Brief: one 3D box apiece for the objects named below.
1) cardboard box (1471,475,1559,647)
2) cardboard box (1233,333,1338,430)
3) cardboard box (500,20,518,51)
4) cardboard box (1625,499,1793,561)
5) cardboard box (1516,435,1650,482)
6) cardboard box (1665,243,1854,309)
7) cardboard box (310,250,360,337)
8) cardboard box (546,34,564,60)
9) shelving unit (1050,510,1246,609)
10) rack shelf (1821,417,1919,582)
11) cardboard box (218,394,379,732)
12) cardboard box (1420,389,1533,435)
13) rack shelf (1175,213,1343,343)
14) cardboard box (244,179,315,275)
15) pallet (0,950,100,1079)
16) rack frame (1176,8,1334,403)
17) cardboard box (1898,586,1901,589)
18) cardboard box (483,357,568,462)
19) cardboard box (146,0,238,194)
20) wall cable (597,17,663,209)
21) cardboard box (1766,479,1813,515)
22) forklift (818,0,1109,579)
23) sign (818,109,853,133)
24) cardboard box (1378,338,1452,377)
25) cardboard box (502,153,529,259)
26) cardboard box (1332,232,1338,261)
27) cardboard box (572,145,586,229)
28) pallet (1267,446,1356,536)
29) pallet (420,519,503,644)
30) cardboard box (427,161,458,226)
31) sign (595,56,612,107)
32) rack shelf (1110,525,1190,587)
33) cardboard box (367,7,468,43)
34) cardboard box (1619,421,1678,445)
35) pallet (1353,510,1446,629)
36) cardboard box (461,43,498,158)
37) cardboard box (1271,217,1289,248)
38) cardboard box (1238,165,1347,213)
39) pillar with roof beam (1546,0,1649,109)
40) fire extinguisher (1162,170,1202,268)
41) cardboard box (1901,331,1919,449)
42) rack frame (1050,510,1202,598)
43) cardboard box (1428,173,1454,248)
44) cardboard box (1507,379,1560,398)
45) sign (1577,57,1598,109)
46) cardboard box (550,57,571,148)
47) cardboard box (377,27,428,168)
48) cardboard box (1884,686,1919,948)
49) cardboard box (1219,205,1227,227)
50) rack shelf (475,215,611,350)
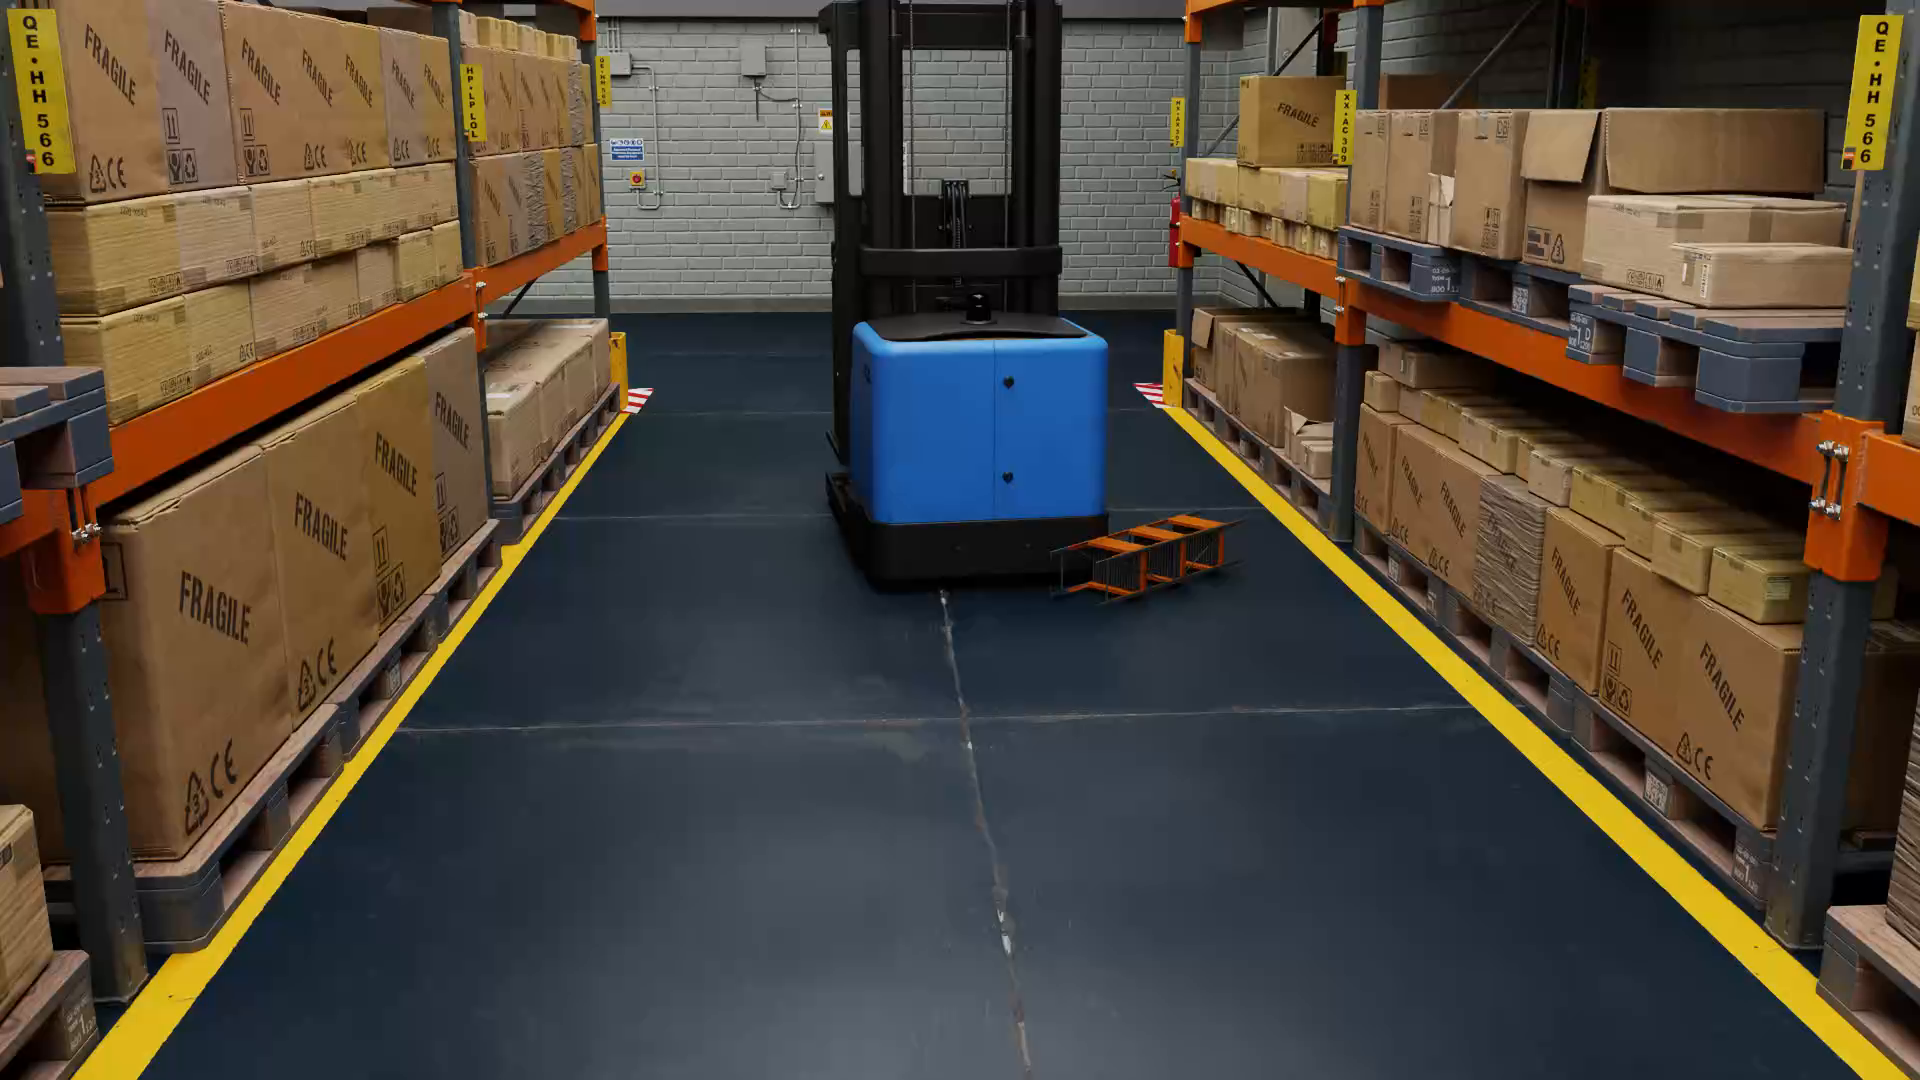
[{"bbox_3d":[2.183,0.061,5.943,0.500,0.500,0.500,-1,14,-5],"label":"cardboard box"},{"bbox_3d":[1.925,-0.943,9.846,0.500,0.500,0.500,-1,14,-2],"label":"cardboard box"},{"bbox_3d":[-2.464,-2.563,8.458,0.380,0.149,0.250,-1,14,-5],"label":"cardboard box"},{"bbox_3d":[2.227,-0.020,4.956,0.380,0.149,0.250,-1,14,-5],"label":"cardboard box"},{"bbox_3d":[2.228,-0.279,5.961,0.380,0.149,0.250,-1,14,-3],"label":"cardboard box"},{"bbox_3d":[2.106,-0.700,4.388,0.380,0.149,0.250,-1,14,-2],"label":"cardboard box"},{"bbox_3d":[-2.313,-0.817,5.482,0.500,0.250,0.500,-1,14,-3],"label":"cardboard box"},{"bbox_3d":[-2.583,-2.944,9.941,0.380,0.149,0.250,-1,14,-2],"label":"cardboard box"},{"bbox_3d":[0.833,0.073,7.251,0.252,0.215,1.050,14,20,42],"label":"shelving unit"},{"bbox_3d":[2.654,0.385,1.953,1.077,0.370,4.000,-1,14,-3],"label":"rack shelf"},{"bbox_3d":[-2.435,0.048,5.243,0.875,0.875,0.875,-1,14,-3],"label":"cardboard box"},{"bbox_3d":[2.161,-0.538,6.968,0.380,0.149,0.250,-2,15,-6],"label":"cardboard box"},{"bbox_3d":[2.158,-1.604,9.686,1.077,0.370,4.000,-1,14,-3],"label":"rack shelf"},{"bbox_3d":[-2.258,-0.935,4.938,0.500,0.250,0.500,-1,14,-4],"label":"cardboard box"},{"bbox_3d":[-2.377,1.162,3.087,1.003,0.211,1.213,-1,14,-3],"label":"pallet"},{"bbox_3d":[2.034,-2.450,11.529,1.000,3.000,0.127,-1,14,-3],"label":"rack frame"},{"bbox_3d":[2.773,0.315,4.956,0.500,0.500,0.500,-1,14,-3],"label":"cardboard box"},{"bbox_3d":[-2.660,-0.721,9.107,0.875,0.438,0.875,-1,14,-5],"label":"cardboard box"},{"bbox_3d":[-2.251,-1.165,4.328,0.500,0.500,0.500,-1,14,-3],"label":"cardboard box"},{"bbox_3d":[-3.292,-4.282,16.546,0.585,1.953,0.123,-1,14,-3],"label":"wall cable"},{"bbox_3d":[2.800,-0.098,5.260,0.380,0.149,0.250,-2,15,-6],"label":"cardboard box"},{"bbox_3d":[-0.104,-1.573,8.259,1.130,2.935,3.031,-2,15,-9],"label":"forklift"},{"bbox_3d":[-1.255,-4.221,16.756,0.339,0.242,0.001,-1,14,-3],"label":"sign"},{"bbox_3d":[2.099,-0.814,7.445,0.380,0.149,0.250,-1,14,-4],"label":"cardboard box"},{"bbox_3d":[-2.466,-1.672,8.305,0.500,0.500,0.500,-1,14,-3],"label":"cardboard box"},{"bbox_3d":[2.010,-1.409,7.987,0.380,0.149,0.250,-1,14,-3],"label":"cardboard box"},{"bbox_3d":[-2.609,-2.180,10.279,0.500,0.500,0.500,-1,14,-5],"label":"cardboard box"},{"bbox_3d":[2.241,-0.276,8.674,1.003,0.211,1.213,-1,14,-3],"label":"pallet"},{"bbox_3d":[-2.549,0.163,6.968,1.003,0.211,1.213,-1,14,-3],"label":"pallet"},{"bbox_3d":[-2.402,-1.441,6.906,0.500,0.250,0.500,-1,14,-3],"label":"cardboard box"},{"bbox_3d":[-2.377,-3.053,11.073,0.100,0.325,0.005,-1,14,-3],"label":"sign"},{"bbox_3d":[0.826,0.075,7.244,0.240,0.215,0.259,14,20,42],"label":"rack shelf"},{"bbox_3d":[-2.432,-2.307,7.464,0.380,0.149,0.250,-1,14,-4],"label":"cardboard box"},{"bbox_3d":[2.716,-0.354,6.254,0.380,0.149,0.250,-1,14,-3],"label":"cardboard box"},{"bbox_3d":[2.370,0.097,7.227,1.003,0.211,1.213,-1,14,-3],"label":"pallet"},{"bbox_3d":[-2.459,-2.033,7.699,0.500,0.500,0.500,-1,14,-3],"label":"cardboard box"},{"bbox_3d":[1.899,-1.667,8.988,0.380,0.149,0.250,-1,14,-4],"label":"cardboard box"},{"bbox_3d":[1.913,-2.026,9.586,0.500,0.250,0.500,-1,14,-5],"label":"cardboard box"},{"bbox_3d":[-1.158,-4.481,7.384,9.100,9.000,0.400,-1,14,-3],"label":"pillar with roof beam"},{"bbox_3d":[1.564,-2.262,11.700,0.296,0.674,0.183,-1,14,-3],"label":"fire extinguisher"},{"bbox_3d":[2.314,-0.274,3.372,0.500,0.250,0.500,-1,14,-3],"label":"cardboard box"},{"bbox_3d":[0.746,0.052,7.333,0.008,0.200,1.050,14,20,42],"label":"rack frame"},{"bbox_3d":[1.985,-1.242,6.262,0.396,0.266,0.258,0,14,-1],"label":"cardboard box"},{"bbox_3d":[2.614,-0.610,7.249,0.380,0.149,0.250,-1,14,-3],"label":"cardboard box"},{"bbox_3d":[2.836,-2.026,7.556,0.100,0.325,0.005,-1,14,-3],"label":"sign"},{"bbox_3d":[-2.563,-2.536,9.658,0.500,0.500,0.500,-1,14,-4],"label":"cardboard box"},{"bbox_3d":[-2.354,-1.675,6.308,0.500,0.500,0.500,-1,14,-2],"label":"cardboard box"},{"bbox_3d":[2.555,0.641,3.437,0.875,0.625,0.625,0,14,-2],"label":"cardboard box"},{"bbox_3d":[1.848,-2.051,10.484,0.380,0.149,0.250,0,14,-2],"label":"cardboard box"},{"bbox_3d":[-2.796,-1.527,9.384,1.077,0.370,4.000,-1,14,-3],"label":"rack shelf"}]
